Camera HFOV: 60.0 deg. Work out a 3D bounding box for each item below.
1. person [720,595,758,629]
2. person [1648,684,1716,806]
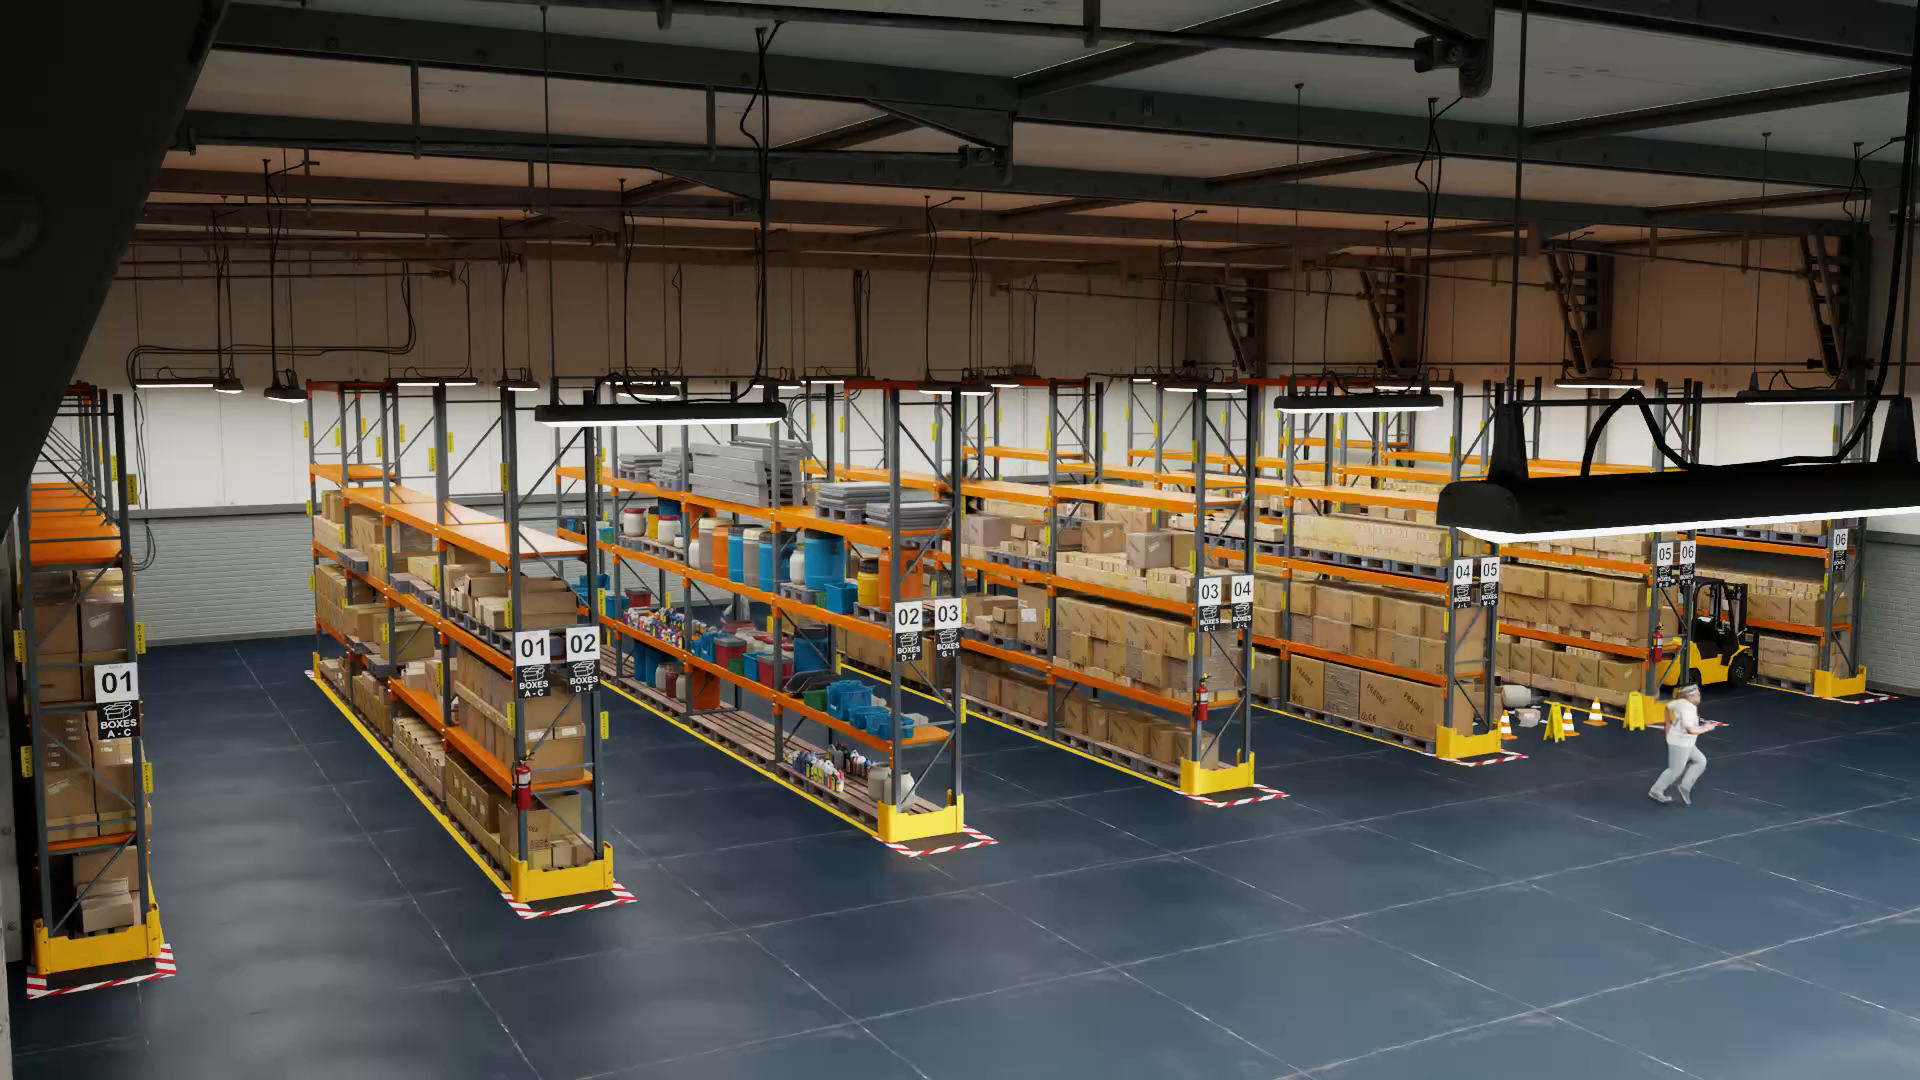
[{"bbox_3d":[-5.274,1.211,39.604,0.932,1.805,0.678,0,6,-4],"label":"person"},{"bbox_3d":[10.340,2.930,23.803,0.837,1.784,0.692,2,6,19],"label":"person"}]
